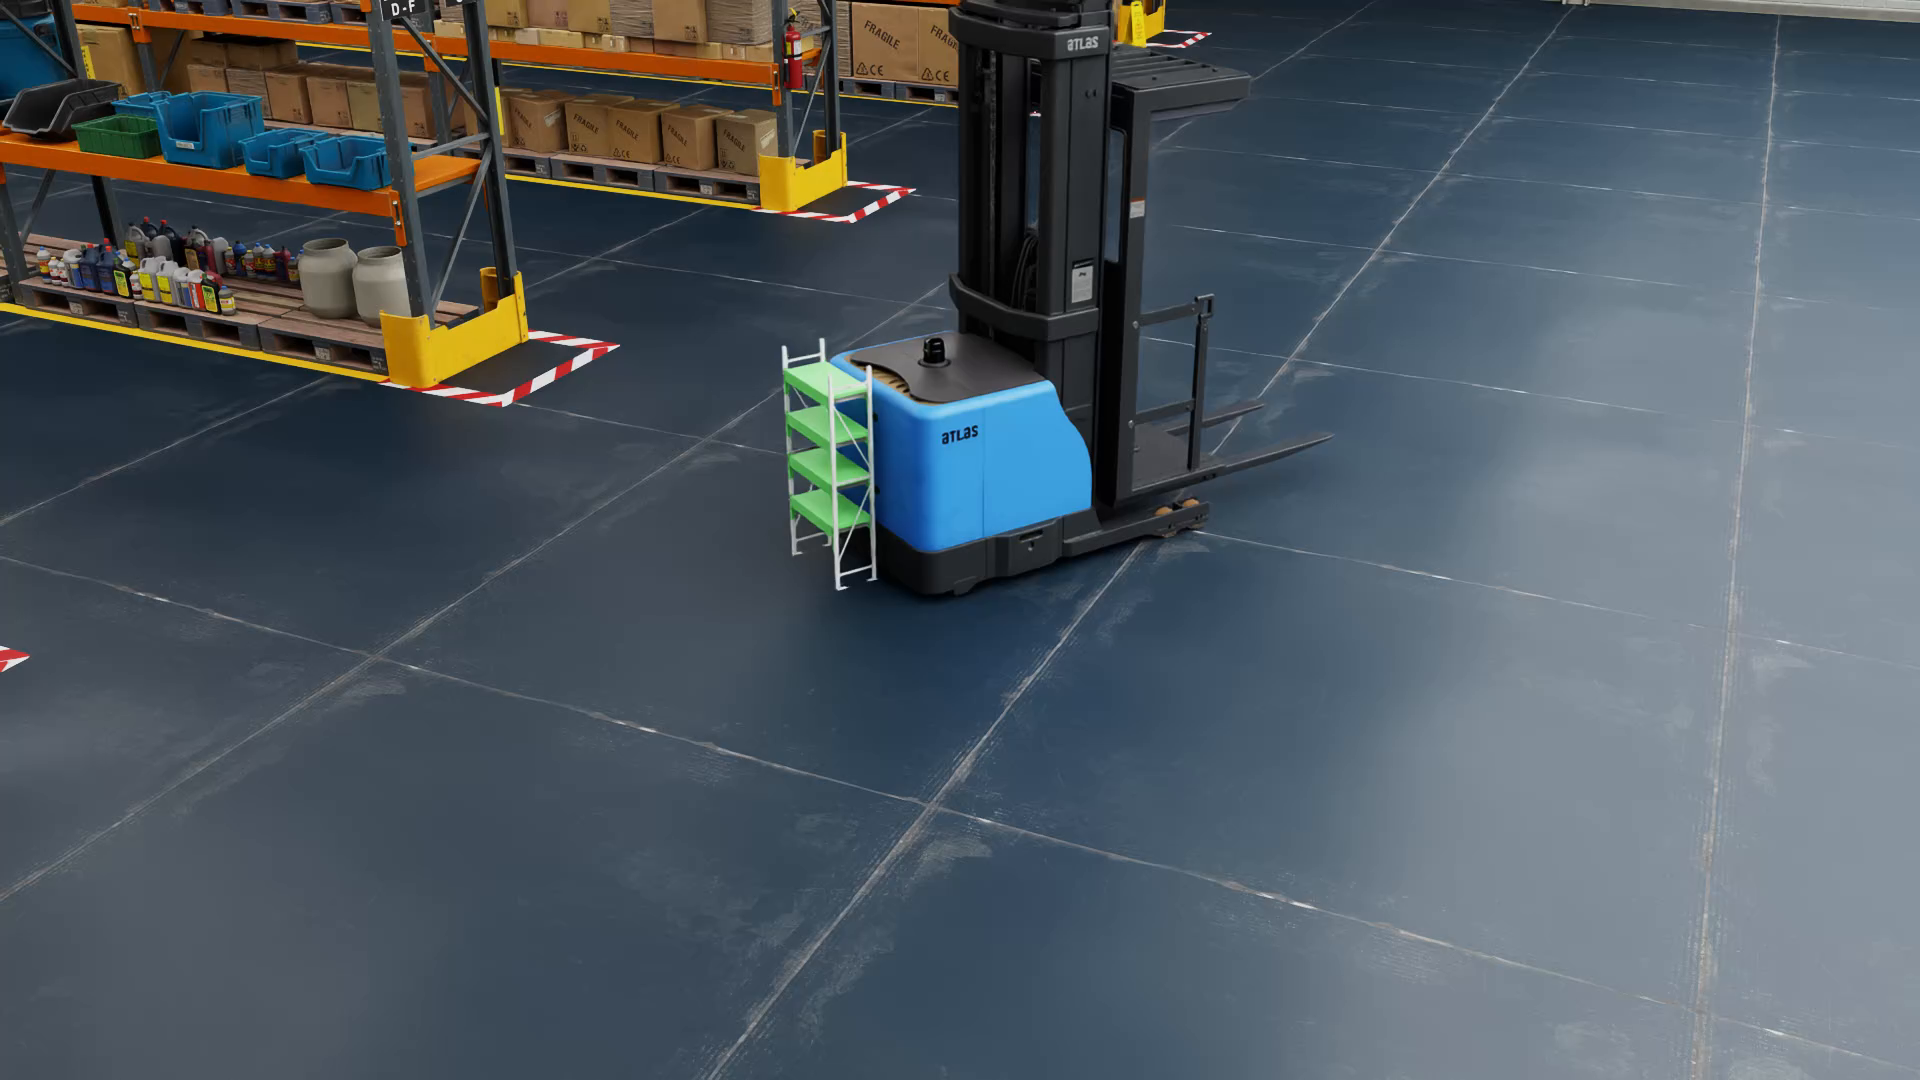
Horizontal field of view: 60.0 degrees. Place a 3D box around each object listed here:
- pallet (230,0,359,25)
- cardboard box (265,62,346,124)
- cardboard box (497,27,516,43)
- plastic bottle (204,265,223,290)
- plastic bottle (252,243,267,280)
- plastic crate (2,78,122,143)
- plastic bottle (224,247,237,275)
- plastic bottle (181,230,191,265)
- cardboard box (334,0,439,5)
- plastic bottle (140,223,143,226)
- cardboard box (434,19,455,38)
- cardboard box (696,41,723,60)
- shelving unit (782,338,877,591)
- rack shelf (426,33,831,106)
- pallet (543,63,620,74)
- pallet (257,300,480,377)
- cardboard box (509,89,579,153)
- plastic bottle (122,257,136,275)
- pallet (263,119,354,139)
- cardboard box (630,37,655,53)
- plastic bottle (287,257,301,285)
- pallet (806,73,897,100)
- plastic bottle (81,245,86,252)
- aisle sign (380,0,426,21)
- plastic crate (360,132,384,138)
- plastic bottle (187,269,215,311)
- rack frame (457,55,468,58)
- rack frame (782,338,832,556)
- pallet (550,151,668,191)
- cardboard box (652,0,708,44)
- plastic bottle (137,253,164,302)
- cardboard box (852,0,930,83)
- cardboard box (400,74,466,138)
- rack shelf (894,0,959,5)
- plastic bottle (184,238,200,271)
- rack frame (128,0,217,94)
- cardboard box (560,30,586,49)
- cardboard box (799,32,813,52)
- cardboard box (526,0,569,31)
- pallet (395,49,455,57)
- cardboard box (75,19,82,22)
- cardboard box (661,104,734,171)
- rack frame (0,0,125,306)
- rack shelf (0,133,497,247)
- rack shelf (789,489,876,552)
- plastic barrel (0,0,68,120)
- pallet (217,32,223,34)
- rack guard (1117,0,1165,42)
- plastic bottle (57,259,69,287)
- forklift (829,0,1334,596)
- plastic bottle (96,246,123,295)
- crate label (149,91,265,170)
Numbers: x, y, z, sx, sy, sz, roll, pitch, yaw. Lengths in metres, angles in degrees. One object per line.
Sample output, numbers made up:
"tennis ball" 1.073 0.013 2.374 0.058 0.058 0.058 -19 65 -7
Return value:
"pallet" -6.880 -5.664 17.575 1.213 0.211 1.003 11 28 22
"cardboard box" -7.052 -4.860 18.057 0.500 0.500 0.700 14 29 26
"cardboard box" -4.294 -4.964 16.220 0.250 0.149 0.380 11 28 22
"plastic bottle" -5.495 -1.879 12.249 0.133 0.283 0.061 11 28 22
"plastic bottle" -5.391 -2.152 12.816 0.097 0.271 0.097 0 26 0
"plastic crate" -6.684 -3.198 12.420 0.504 0.338 0.767 11 28 22
"plastic bottle" -5.669 -2.177 12.945 0.097 0.201 0.097 0 26 0
"plastic bottle" -6.062 -2.301 13.106 0.133 0.283 0.061 13 29 25
"cardboard box" -5.723 -6.023 16.933 1.000 1.000 1.000 12 28 22
"plastic bottle" -6.533 -2.396 13.298 0.133 0.283 0.061 13 29 24
"cardboard box" -4.987 -5.091 16.479 0.250 0.149 0.380 11 28 22
"cardboard box" -2.238 -4.560 15.401 0.250 0.149 0.380 11 28 22
"shelving unit" -0.680 -0.393 8.690 0.258 1.200 0.503 -16 30 -29
"rack shelf" -3.237 -4.676 16.165 4.000 0.370 1.077 11 28 22
"pallet" -4.761 -6.422 22.055 1.213 0.211 1.003 11 28 22
"pallet" -4.293 -1.536 12.131 1.213 0.211 1.003 11 28 22
"cardboard box" -4.186 -4.240 16.821 0.500 0.500 0.500 22 34 38
"plastic bottle" -6.224 -1.985 12.477 0.097 0.271 0.097 0 26 0
"pallet" -6.882 -4.477 18.105 1.213 0.211 1.003 11 28 22
"cardboard box" -2.906 -4.711 15.707 0.250 0.149 0.380 11 28 22
"plastic bottle" -5.082 -2.059 12.706 0.097 0.201 0.097 0 26 0
"pallet" -1.138 -5.696 20.580 1.213 0.211 1.003 11 28 22
"plastic bottle" -6.650 -2.112 12.720 0.133 0.283 0.061 11 28 22
"aisle sign" -3.524 -3.675 10.375 0.004 0.787 0.394 11 28 22
"plastic crate" -4.148 -2.816 11.872 0.250 0.136 0.298 11 28 22
"plastic bottle" -5.538 -1.833 12.163 0.135 0.276 0.152 12 28 22
"rack frame" -6.554 -8.071 22.248 0.127 3.000 1.000 11 28 22
"rack frame" -0.812 -0.484 8.874 0.240 1.200 0.015 -16 30 -29
"pallet" -3.317 -3.782 16.693 1.213 0.211 1.003 11 28 22
"cardboard box" -2.411 -4.966 15.490 0.500 0.500 0.875 11 28 22
"plastic bottle" -5.986 -1.955 12.326 0.185 0.351 0.144 11 28 21
"cardboard box" -0.718 -6.101 20.176 0.875 0.875 0.875 11 28 21
"cardboard box" -5.608 -4.561 17.450 0.500 0.500 0.700 9 28 18
"rack shelf" -1.092 -6.652 20.179 4.000 0.370 1.077 11 28 22
"plastic bottle" -5.953 -2.209 12.919 0.133 0.283 0.061 11 28 22
"rack frame" -8.699 -6.095 18.235 0.127 3.000 1.000 11 28 22
"cardboard box" -3.616 -4.822 15.933 0.250 0.149 0.380 11 28 22
"cardboard box" -1.577 -4.668 15.620 0.250 0.149 0.380 11 28 22
"cardboard box" -3.736 -5.279 16.126 0.500 0.500 0.875 11 28 22
"pallet" -7.265 -6.964 23.155 1.213 0.211 1.003 11 28 22
"cardboard box" -10.127 -5.631 19.222 0.875 0.875 1.225 11 28 22
"cardboard box" -2.536 -3.916 16.163 0.500 0.500 0.500 20 33 35
"rack frame" -7.108 -3.373 12.704 0.127 3.000 1.000 11 28 22
"rack shelf" -5.287 -2.684 12.120 4.000 0.370 1.077 11 28 22
"rack shelf" -0.680 -0.120 8.824 0.258 0.148 0.480 -16 30 -29
"plastic barrel" -7.334 -3.790 12.984 0.708 0.901 0.600 11 28 22
"pallet" -10.821 -7.660 24.570 1.213 0.211 1.003 11 28 22
"rack guard" 2.616 -7.510 23.937 0.348 0.500 1.175 11 28 22
"plastic bottle" -6.814 -2.043 12.673 0.097 0.201 0.097 0 26 0
"forklift" 0.805 -1.508 8.995 3.031 2.935 1.130 -16 30 -29
"plastic bottle" -6.373 -2.033 12.483 0.185 0.351 0.144 10 28 20
"crate label" -5.254 -2.885 11.674 0.616 0.435 0.502 11 28 22
